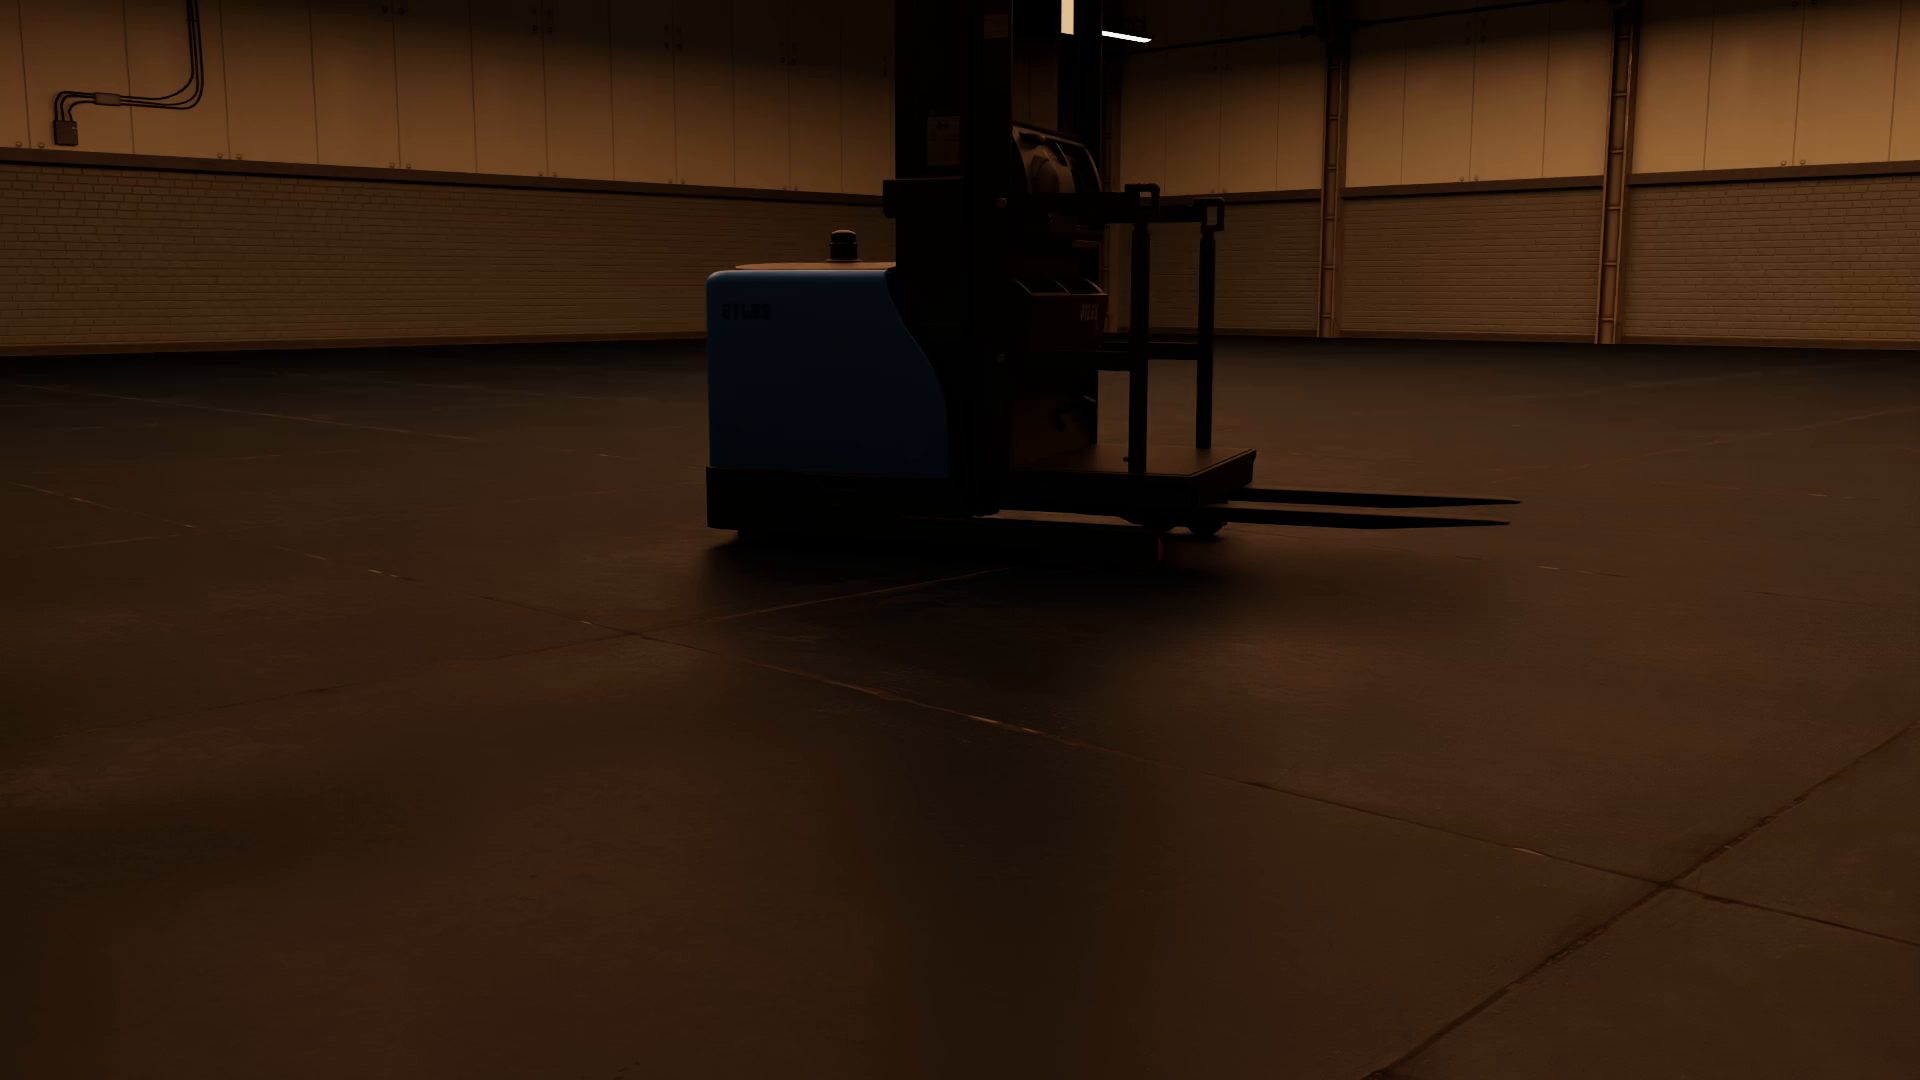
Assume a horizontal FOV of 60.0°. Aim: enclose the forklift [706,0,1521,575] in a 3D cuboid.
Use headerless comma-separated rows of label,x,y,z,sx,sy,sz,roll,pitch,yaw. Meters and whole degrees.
forklift,0.565,-1.416,6.275,3.031,2.935,1.130,3,9,22
